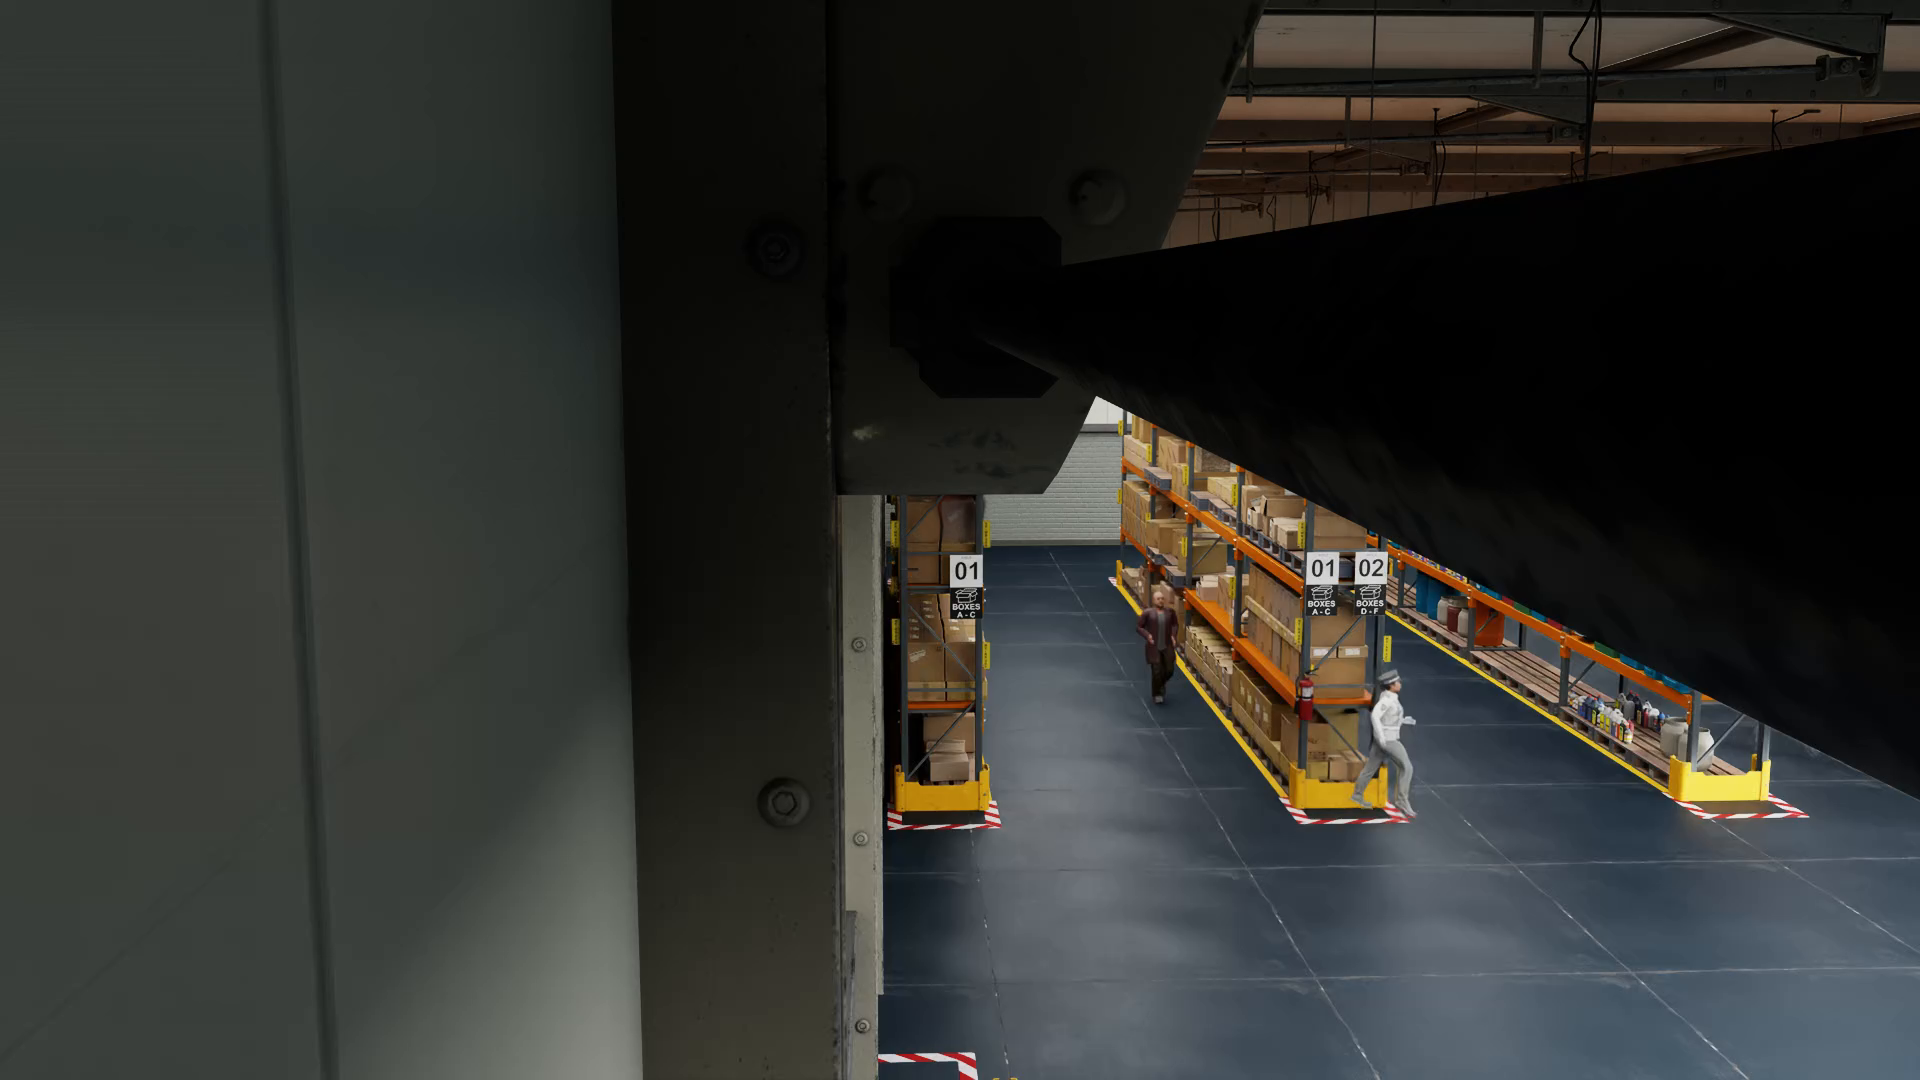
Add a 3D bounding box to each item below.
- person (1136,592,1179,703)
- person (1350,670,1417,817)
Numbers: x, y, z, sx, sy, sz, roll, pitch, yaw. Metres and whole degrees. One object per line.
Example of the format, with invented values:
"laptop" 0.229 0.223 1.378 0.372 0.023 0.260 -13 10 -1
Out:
"person" 3.101 1.666 25.897 0.705 1.725 0.661 -1 9 -9
"person" 4.995 2.369 19.505 0.746 1.739 0.628 1 8 6
